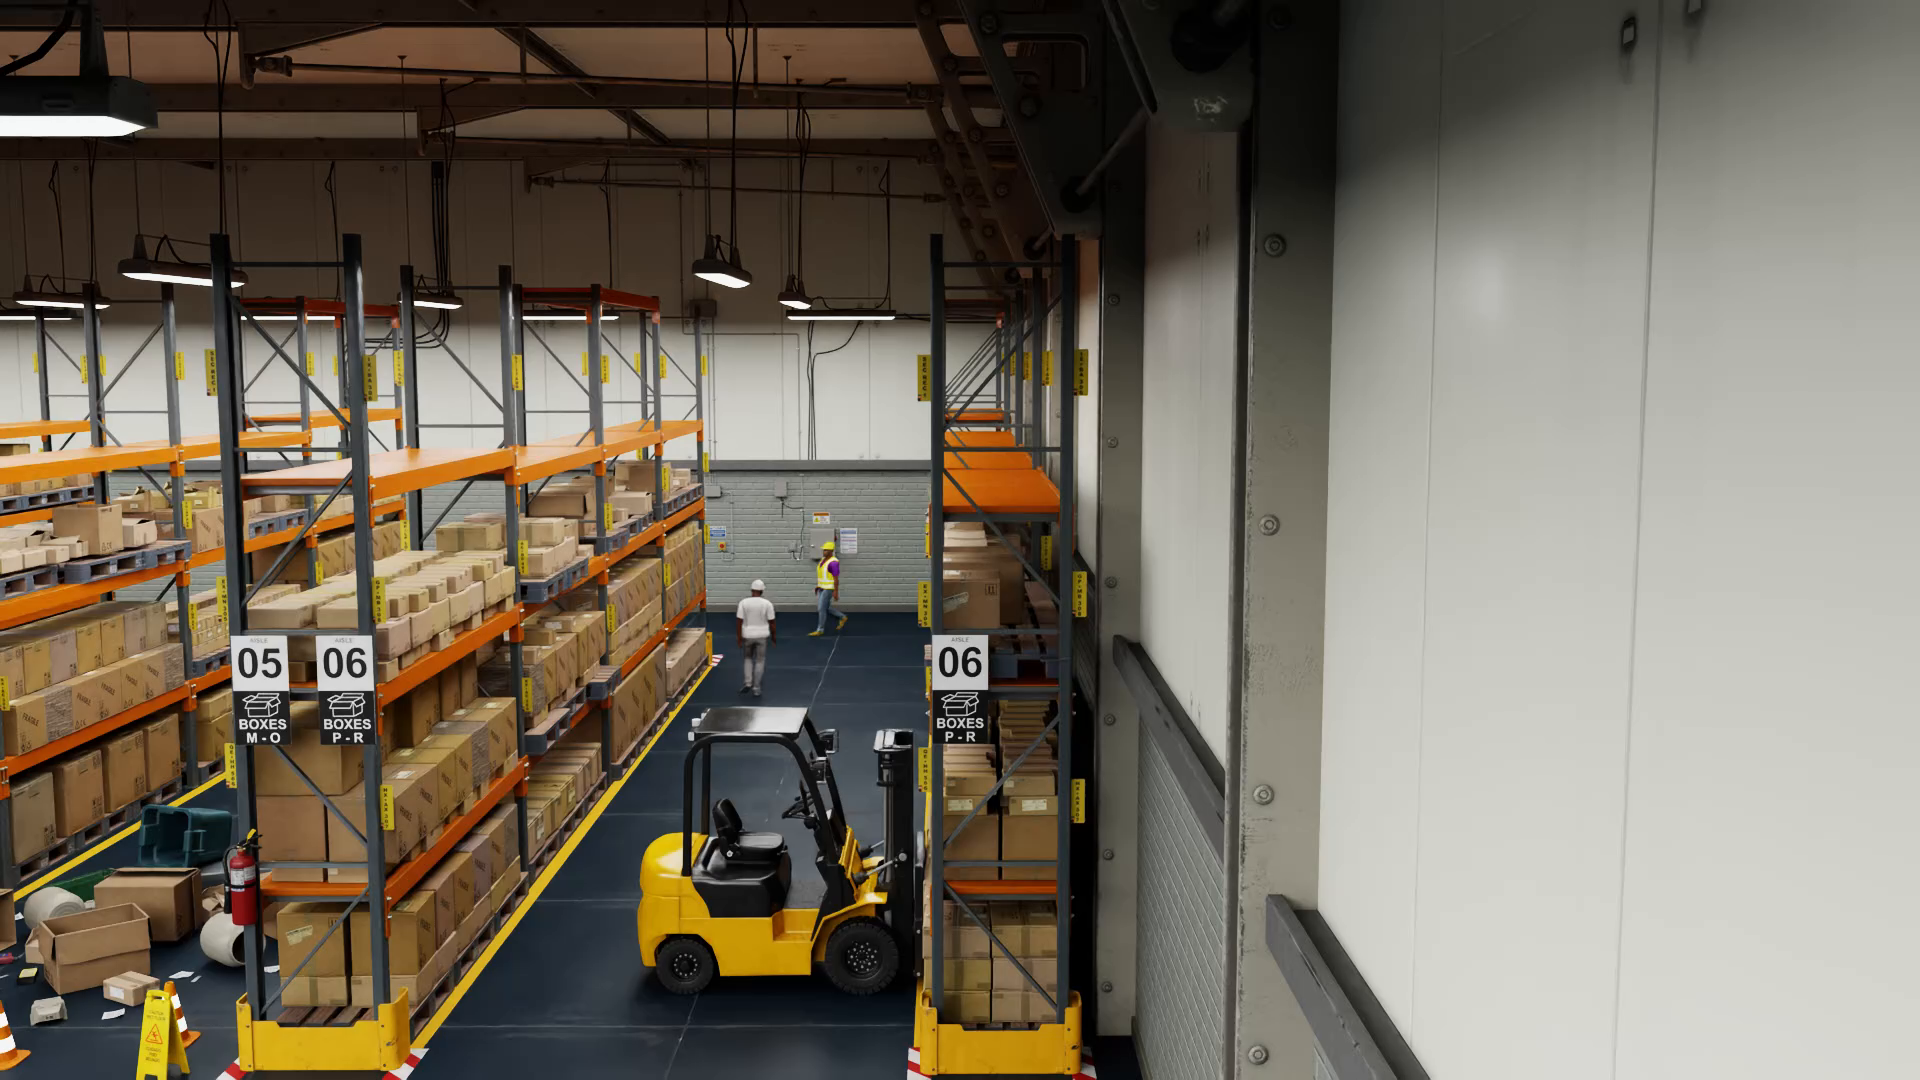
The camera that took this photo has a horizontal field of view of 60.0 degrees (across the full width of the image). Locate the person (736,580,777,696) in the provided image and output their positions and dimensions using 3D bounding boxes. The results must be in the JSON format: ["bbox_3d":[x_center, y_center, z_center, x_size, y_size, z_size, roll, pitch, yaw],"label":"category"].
[{"bbox_3d":[-3.095,1.480,25.385,0.588,1.770,0.439,0,6,4],"label":"person"}]

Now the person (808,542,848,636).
[{"bbox_3d":[-2.433,0.893,30.841,0.837,1.749,0.625,-4,7,-31],"label":"person"}]
